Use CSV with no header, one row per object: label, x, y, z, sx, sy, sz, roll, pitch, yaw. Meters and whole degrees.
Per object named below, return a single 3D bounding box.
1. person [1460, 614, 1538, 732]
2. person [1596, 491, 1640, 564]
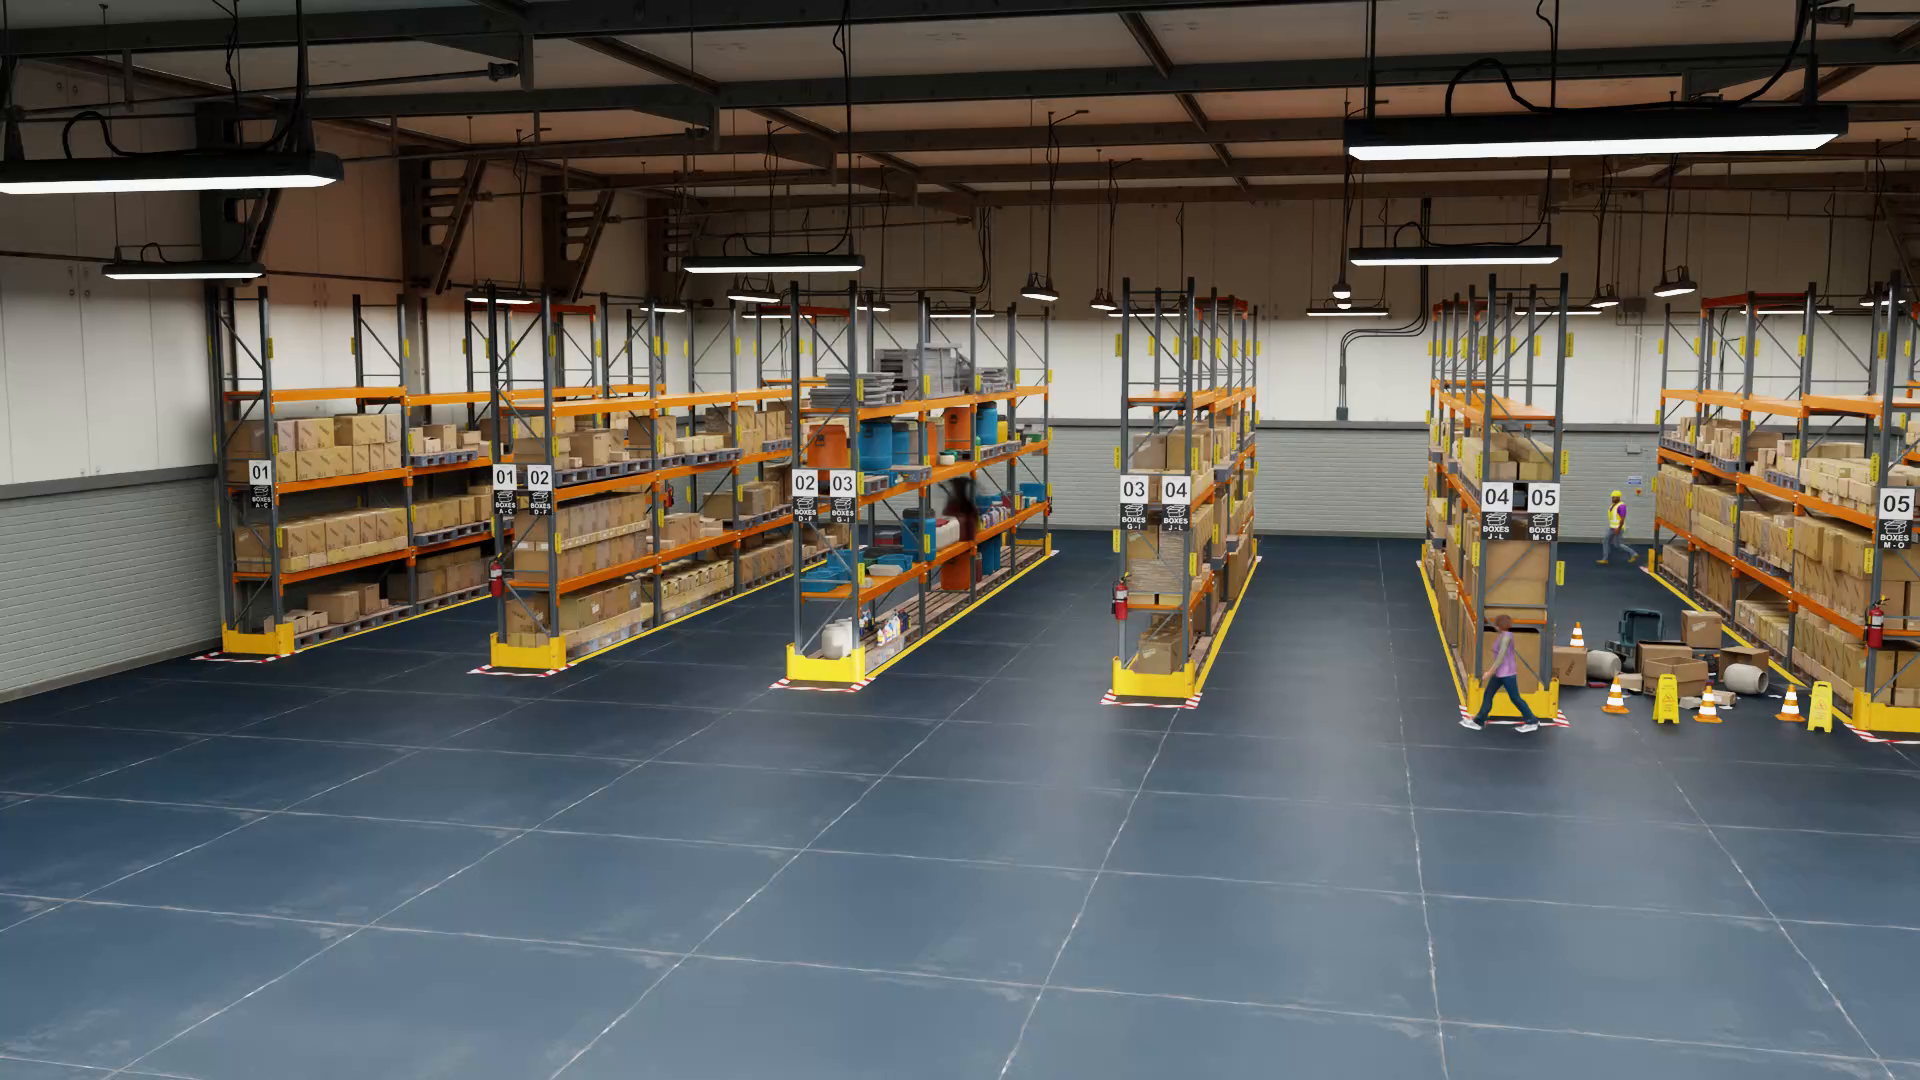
person,7.048,1.733,21.646,0.949,1.544,0.407,1,7,5
person,15.249,-0.284,38.517,0.928,1.721,0.611,1,7,9
